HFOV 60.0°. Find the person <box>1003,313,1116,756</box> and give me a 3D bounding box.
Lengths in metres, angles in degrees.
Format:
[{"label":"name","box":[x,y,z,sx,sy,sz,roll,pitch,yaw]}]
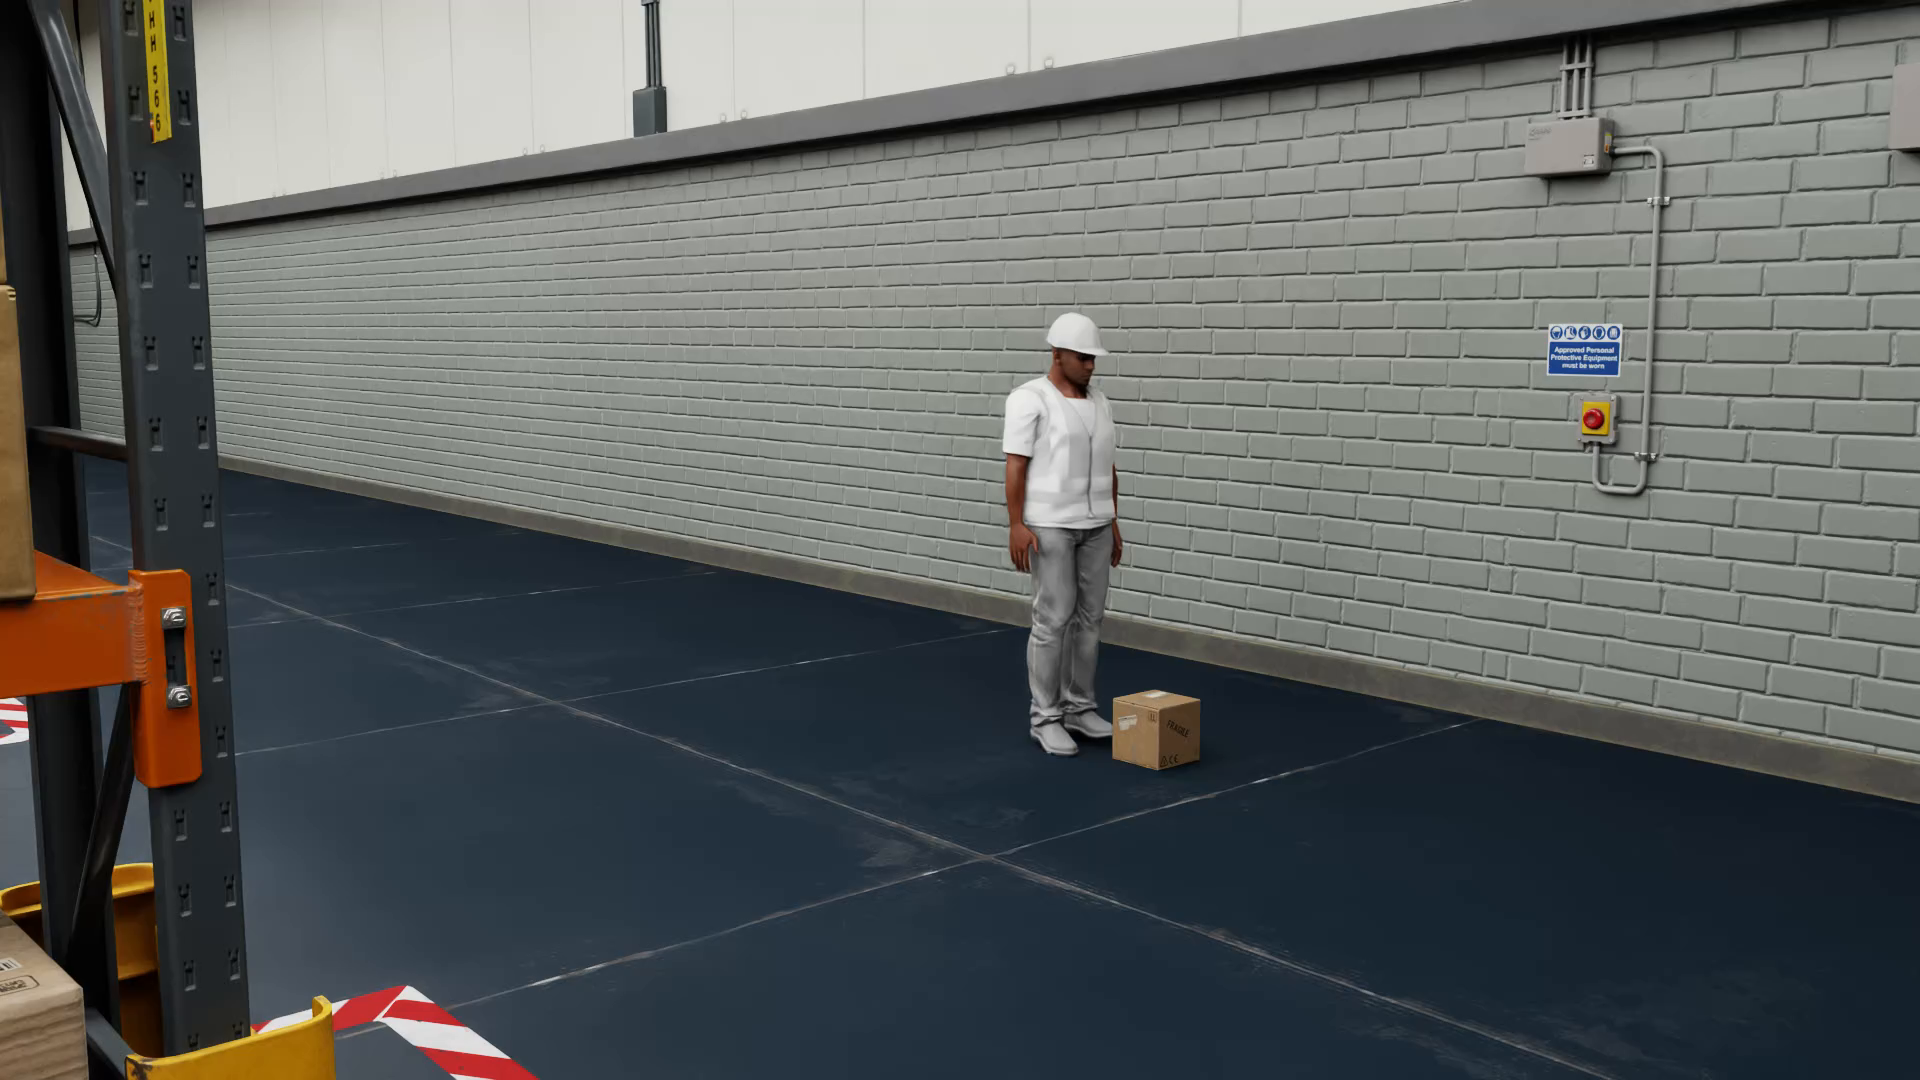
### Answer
[{"label":"person","box":[0.481,-0.044,6.927,0.571,1.789,0.444,-5,9,-36]}]
